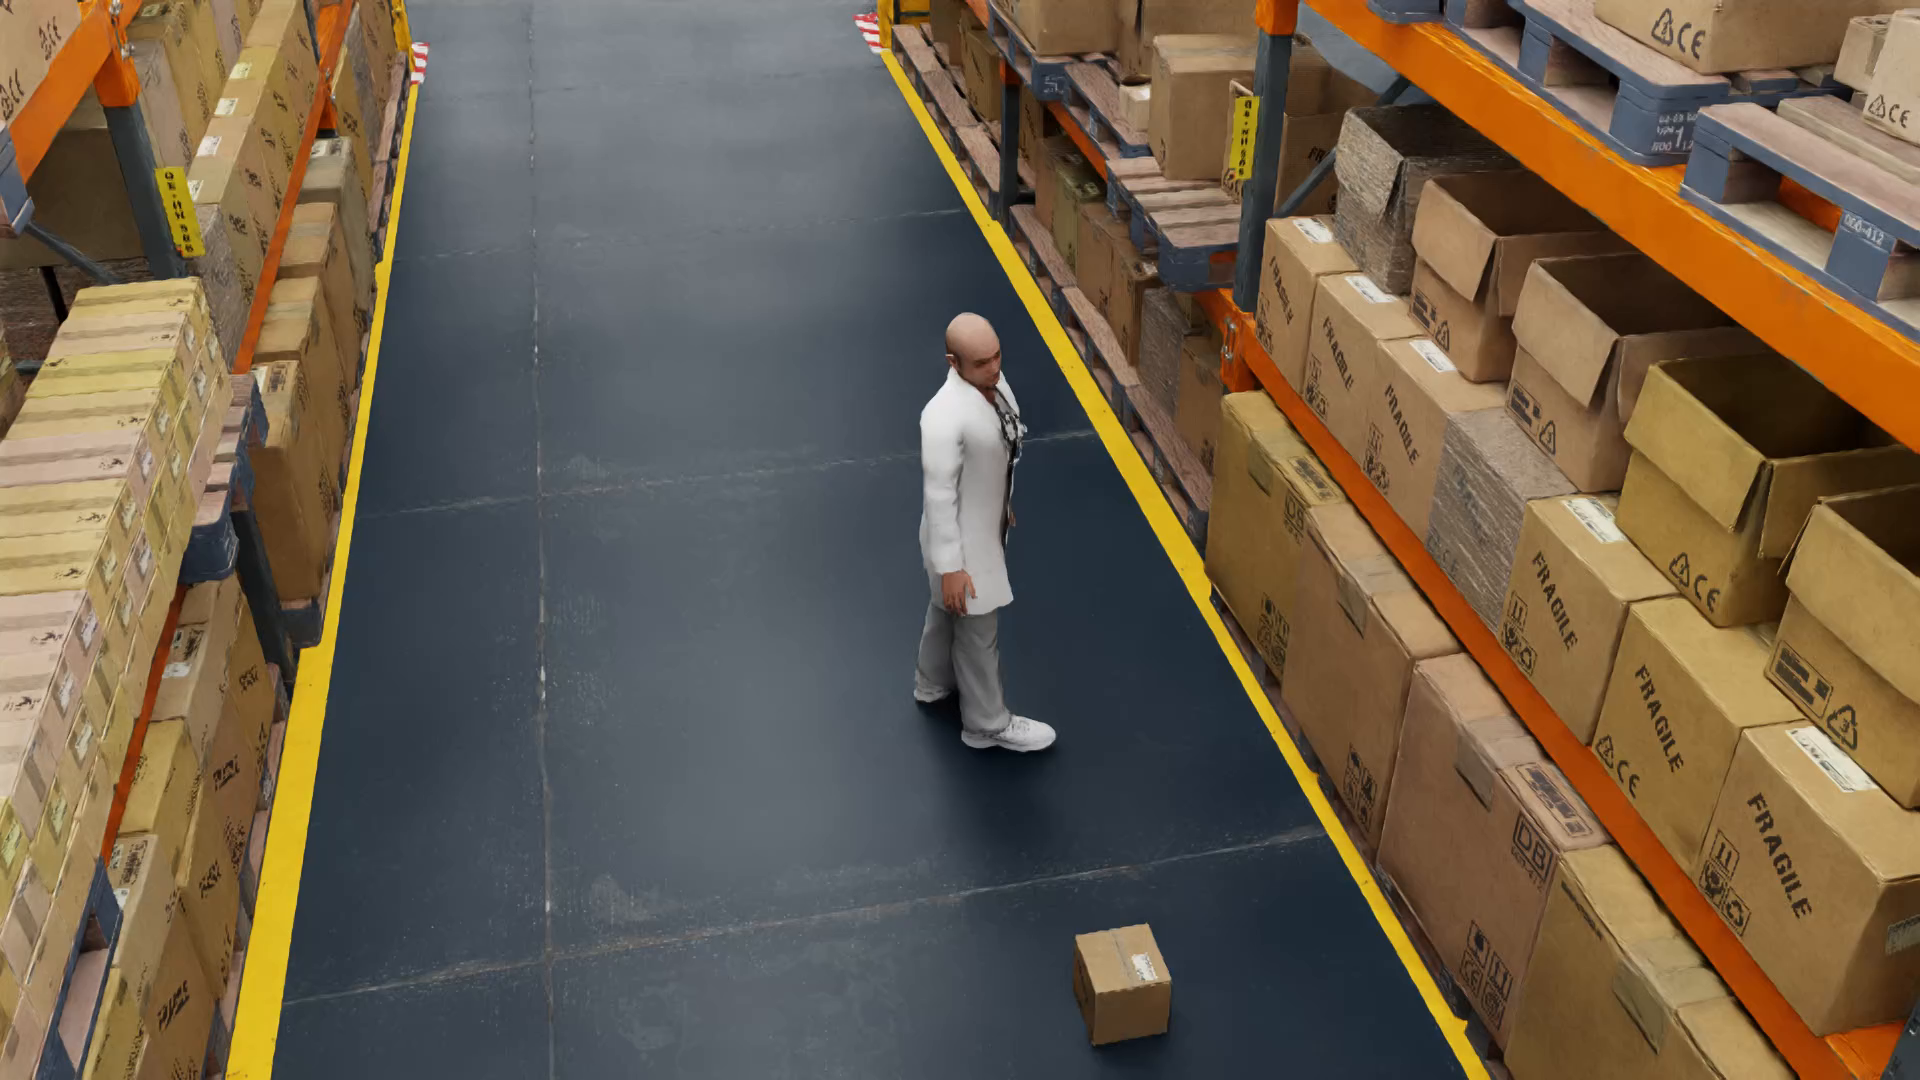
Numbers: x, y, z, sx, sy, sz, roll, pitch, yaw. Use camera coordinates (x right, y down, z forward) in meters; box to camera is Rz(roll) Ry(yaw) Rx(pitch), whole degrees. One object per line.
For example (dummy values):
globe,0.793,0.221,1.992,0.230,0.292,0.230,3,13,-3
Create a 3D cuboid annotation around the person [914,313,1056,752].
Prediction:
person,0.092,-0.016,6.129,0.629,1.777,0.675,8,35,12
